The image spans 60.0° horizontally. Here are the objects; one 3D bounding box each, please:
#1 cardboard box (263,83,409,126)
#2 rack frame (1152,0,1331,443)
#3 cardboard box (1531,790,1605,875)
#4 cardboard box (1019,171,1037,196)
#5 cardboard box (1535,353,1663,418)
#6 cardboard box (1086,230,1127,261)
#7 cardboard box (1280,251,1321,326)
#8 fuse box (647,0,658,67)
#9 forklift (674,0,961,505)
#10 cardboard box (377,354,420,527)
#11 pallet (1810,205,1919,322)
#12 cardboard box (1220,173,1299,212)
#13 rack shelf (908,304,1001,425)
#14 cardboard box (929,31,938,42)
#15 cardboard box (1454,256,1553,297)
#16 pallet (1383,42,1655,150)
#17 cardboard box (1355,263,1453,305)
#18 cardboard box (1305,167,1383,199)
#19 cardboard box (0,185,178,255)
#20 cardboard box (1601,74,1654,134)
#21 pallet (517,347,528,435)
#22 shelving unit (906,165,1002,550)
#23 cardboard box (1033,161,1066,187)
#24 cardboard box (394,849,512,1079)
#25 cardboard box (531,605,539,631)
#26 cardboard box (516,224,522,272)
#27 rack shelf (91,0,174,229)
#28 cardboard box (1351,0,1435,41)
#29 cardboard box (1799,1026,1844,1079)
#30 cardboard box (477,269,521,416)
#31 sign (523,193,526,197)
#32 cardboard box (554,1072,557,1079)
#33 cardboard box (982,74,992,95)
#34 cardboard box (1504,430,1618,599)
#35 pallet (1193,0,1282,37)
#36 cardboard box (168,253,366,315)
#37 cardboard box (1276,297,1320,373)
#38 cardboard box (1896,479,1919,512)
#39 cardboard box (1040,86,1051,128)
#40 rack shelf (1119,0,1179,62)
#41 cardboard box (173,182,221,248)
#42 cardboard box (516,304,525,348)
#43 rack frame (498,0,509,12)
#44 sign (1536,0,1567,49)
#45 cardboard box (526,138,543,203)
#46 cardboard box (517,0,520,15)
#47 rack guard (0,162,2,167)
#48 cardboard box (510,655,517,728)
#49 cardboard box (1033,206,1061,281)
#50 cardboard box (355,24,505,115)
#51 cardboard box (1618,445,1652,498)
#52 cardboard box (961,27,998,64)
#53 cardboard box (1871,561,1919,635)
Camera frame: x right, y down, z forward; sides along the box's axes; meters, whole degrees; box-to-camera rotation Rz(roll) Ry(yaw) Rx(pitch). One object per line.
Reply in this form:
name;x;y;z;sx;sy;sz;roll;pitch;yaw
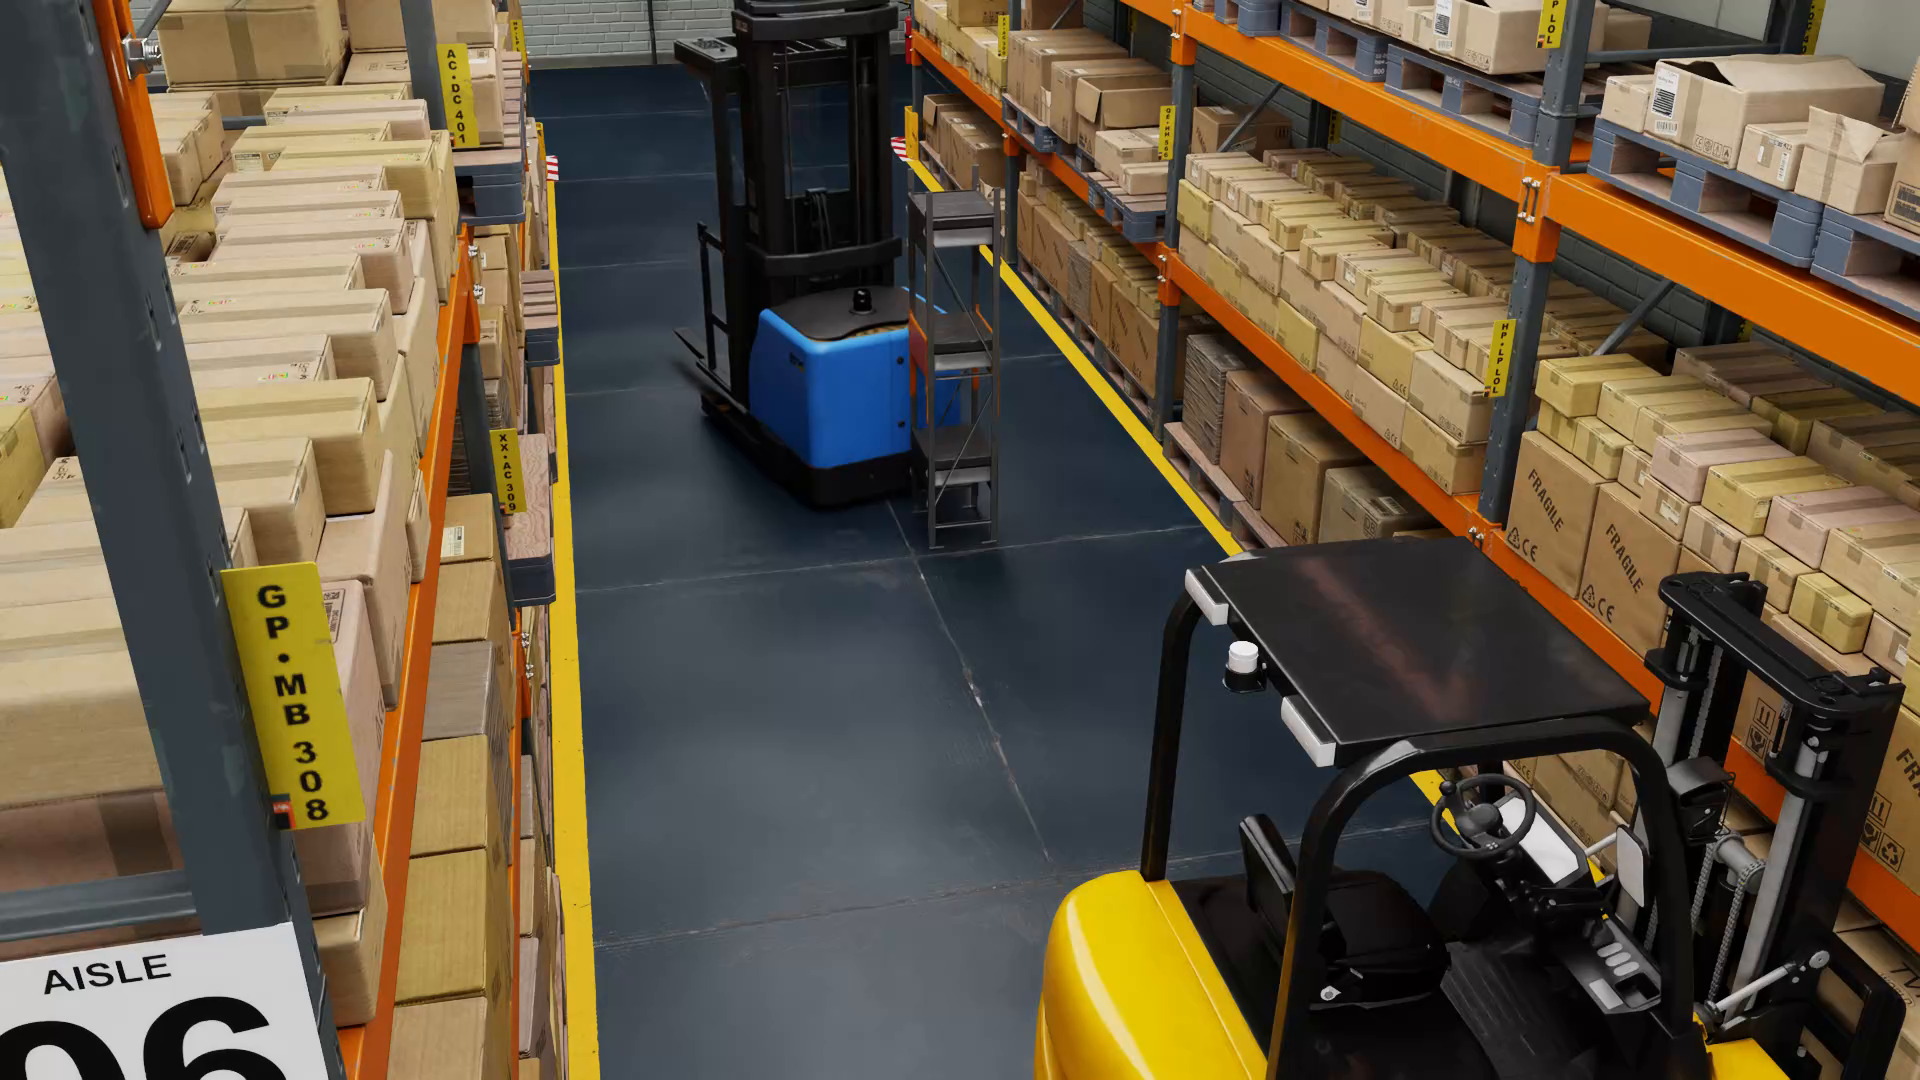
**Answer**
cardboard box;-1.859;-1.265;4.992;0.380;0.149;0.250;-5;27;-11
rack frame;1.790;-2.060;10.503;1.000;3.000;0.127;-6;27;-12
cardboard box;2.607;1.203;6.623;0.500;0.250;0.500;-7;28;-13
cardboard box;0.710;-2.993;13.939;0.380;0.149;0.250;-5;27;-9
cardboard box;2.474;-0.601;6.452;0.380;0.149;0.250;-5;27;-11
cardboard box;1.161;-2.198;12.363;0.380;0.149;0.250;-7;28;-14
cardboard box;2.004;-1.324;8.655;0.500;0.250;0.500;-6;27;-11
fuse box;-4.062;-7.114;21.945;0.539;1.711;0.414;-6;27;-12
forklift;-1.114;-2.149;10.755;1.130;2.935;3.031;-14;30;-25
cardboard box;-1.340;-0.142;3.210;0.500;0.250;0.500;-5;27;-10
pallet;3.180;-0.698;4.573;1.003;0.211;1.213;-6;27;-12
cardboard box;1.719;-1.998;9.548;0.380;0.149;0.250;-5;27;-10
rack shelf;-0.037;-0.998;9.427;0.431;0.518;0.480;-6;27;-12
cardboard box;-0.104;-5.181;16.965;0.380;0.149;0.250;-5;27;-10
cardboard box;2.647;-1.269;8.105;0.380;0.149;0.250;-6;27;-12
pallet;2.480;-1.944;7.156;0.805;0.209;1.217;-7;28;-14
cardboard box;2.132;-1.214;7.995;0.380;0.149;0.250;-7;28;-13
cardboard box;2.227;-2.049;9.650;0.380;0.149;0.250;-6;27;-12
cardboard box;-2.115;-0.760;3.992;0.380;0.149;0.250;-7;28;-13
cardboard box;2.497;-1.536;5.836;0.380;0.149;0.250;-5;27;-11
pallet;-2.559;-0.604;7.831;1.003;0.211;1.213;-6;27;-12
shelving unit;-0.037;-1.010;9.421;0.431;2.100;0.503;-6;27;-12
cardboard box;0.816;-3.017;13.656;0.380;0.149;0.250;-7;28;-14
cardboard box;-1.315;1.093;3.814;0.500;0.500;0.500;-6;27;-13
cardboard box;-2.588;0.337;8.204;0.950;0.372;0.625;-5;27;-10
cardboard box;-2.910;-1.728;10.011;0.500;0.250;0.500;-6;27;-12
rack shelf;-1.693;-1.276;3.094;1.077;0.370;4.000;-6;27;-12
cardboard box;2.118;-2.466;7.499;0.500;0.311;0.500;-7;28;-13
cardboard box;2.939;1.641;5.201;0.500;0.250;0.500;-7;28;-13
cardboard box;-2.181;-0.837;7.172;0.500;0.500;0.500;-6;27;-12
sign;-2.518;-2.096;9.376;0.100;0.325;0.005;-6;27;-12
cardboard box;-1.509;1.930;5.183;0.500;0.250;0.500;-6;27;-11
cardboard box;0.409;-4.042;14.709;0.380;0.149;0.250;-5;27;-10
cardboard box;2.537;-0.128;6.563;0.500;0.500;0.500;-7;28;-13
pallet;2.030;-3.026;9.298;1.213;0.211;1.003;-5;27;-9
cardboard box;-1.436;-0.474;3.424;0.380;0.149;0.250;-5;27;-11
cardboard box;1.999;-1.099;8.765;0.500;0.250;0.500;-5;27;-10
cardboard box;3.315;-0.096;5.451;0.380;0.149;0.250;-6;27;-12
cardboard box;0.828;-3.295;12.632;0.396;0.266;0.258;-5;27;-9
rack shelf;1.339;-3.956;11.729;1.077;0.370;4.000;-6;27;-12
cardboard box;-2.186;-0.757;4.429;0.500;0.250;0.500;-6;27;-12
cardboard box;-2.386;-1.063;8.340;0.380;0.149;0.250;-5;27;-11
rack frame;-3.946;-3.311;12.980;1.000;3.000;0.127;-6;27;-12
sign;2.165;-1.955;6.043;0.100;0.325;0.005;-6;27;-12
cardboard box;-4.387;-3.430;15.594;0.875;0.438;0.875;-5;27;-10
cardboard box;-4.361;-5.144;15.392;0.500;0.500;0.500;-6;27;-11
rack guard;-9.631;-3.370;15.873;1.175;0.500;0.348;-6;27;-12
cardboard box;-1.711;0.532;5.645;0.380;0.149;0.250;-5;27;-10
cardboard box;0.908;-2.420;13.524;0.500;0.500;0.500;-6;27;-12
cardboard box;-2.000;-1.778;6.315;0.500;0.250;0.500;-6;27;-12
cardboard box;2.653;-0.247;6.079;0.380;0.149;0.250;-6;27;-12
cardboard box;0.309;-4.520;15.212;0.500;0.250;0.500;-6;27;-12
cardboard box;2.956;0.176;4.911;0.380;0.149;0.250;-6;27;-11
